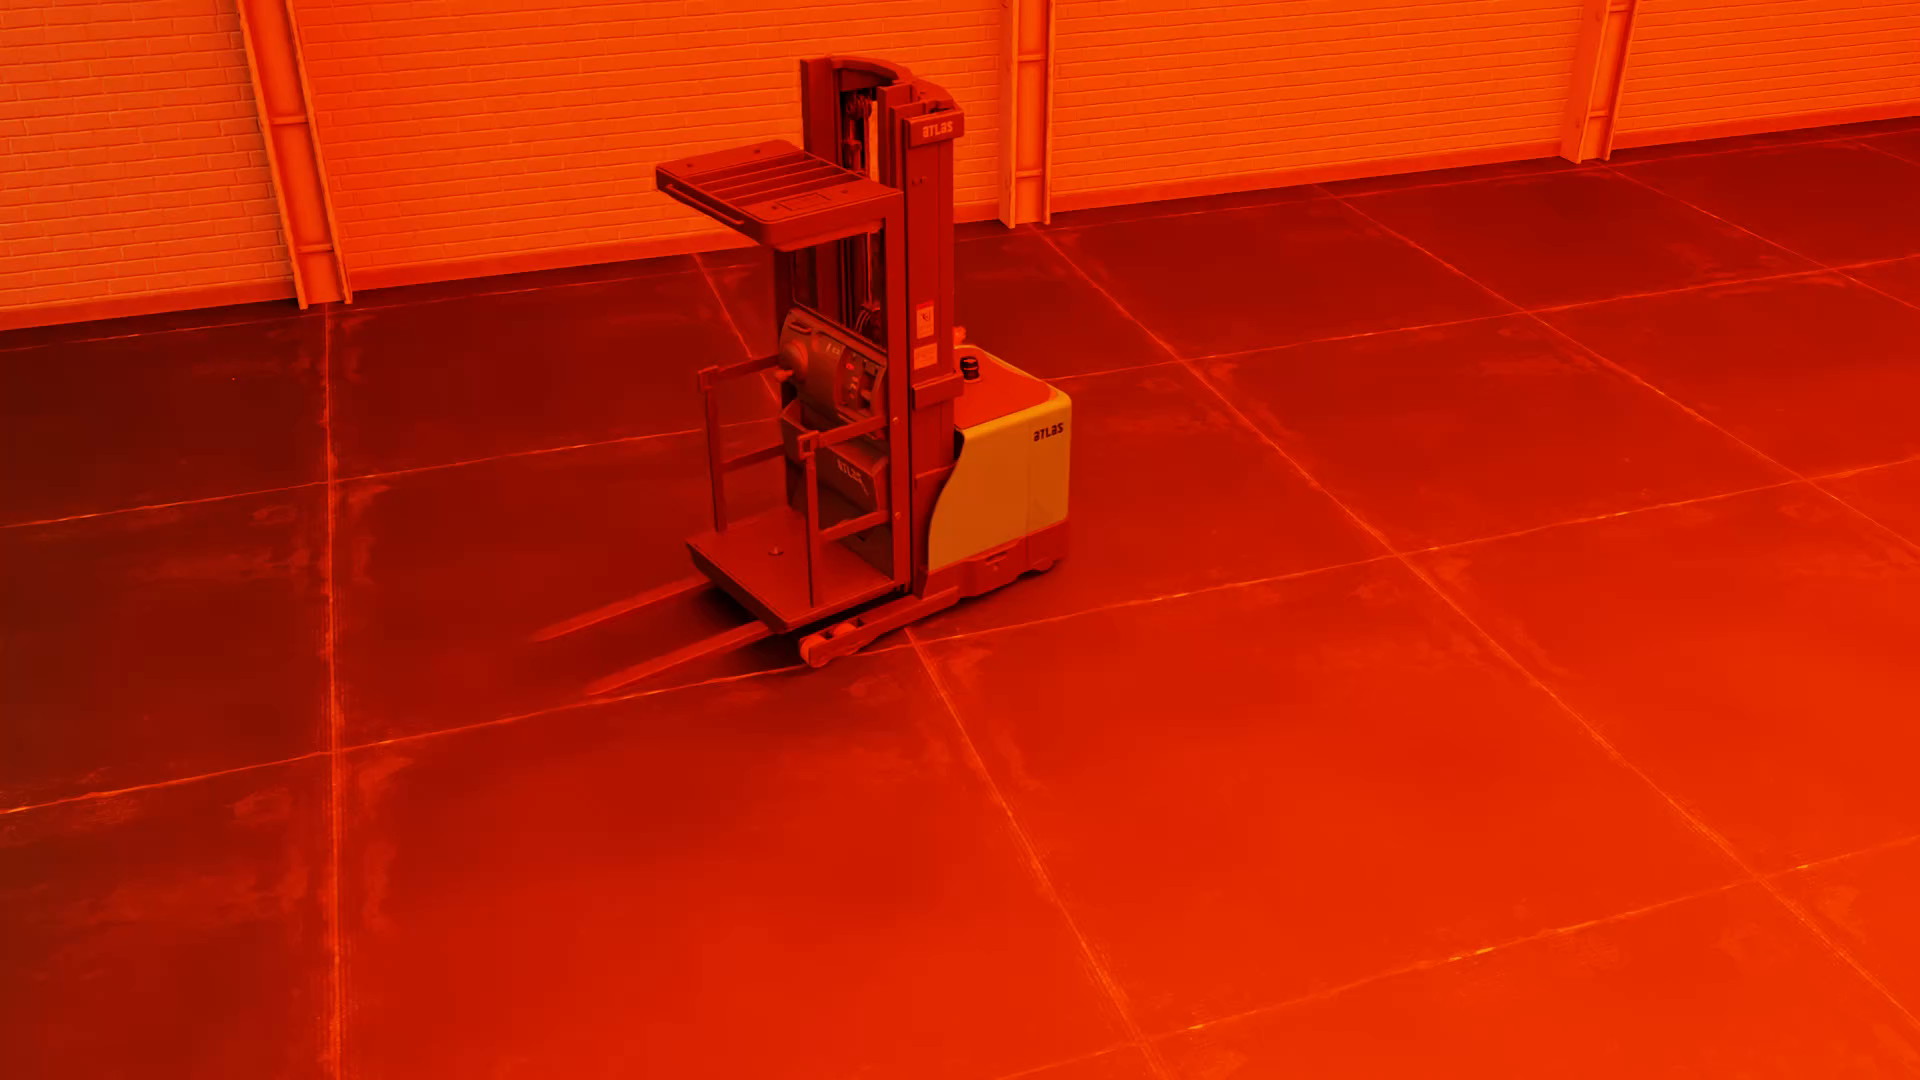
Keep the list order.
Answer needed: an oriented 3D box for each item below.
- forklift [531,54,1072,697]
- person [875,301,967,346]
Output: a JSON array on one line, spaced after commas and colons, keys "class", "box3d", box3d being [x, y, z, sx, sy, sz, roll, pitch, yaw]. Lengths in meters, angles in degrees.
[{"class": "forklift", "box3d": [-0.840, -0.892, 8.637, 3.031, 2.935, 1.130, -21, 36, -32]}, {"class": "person", "box3d": [-0.230, -1.011, 10.469, 0.892, 1.383, 1.125, 0, 30, 0]}]
